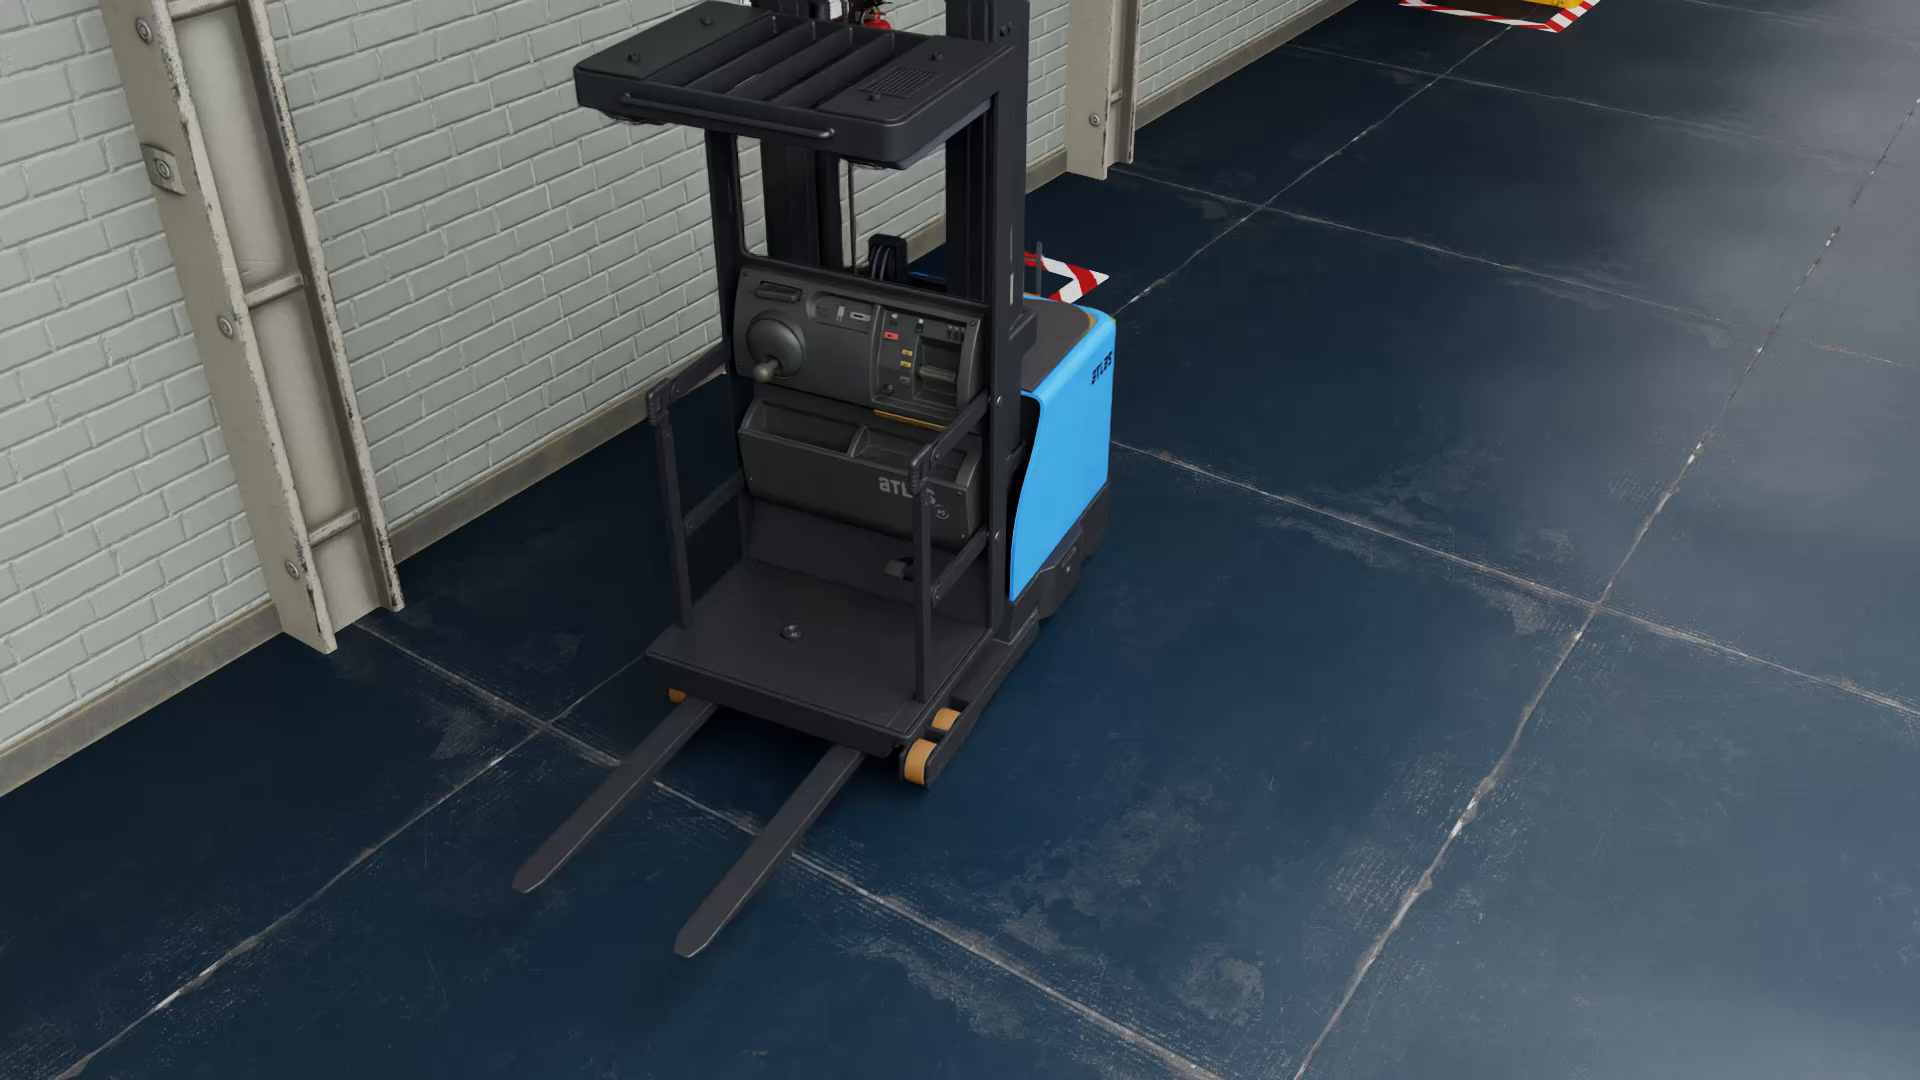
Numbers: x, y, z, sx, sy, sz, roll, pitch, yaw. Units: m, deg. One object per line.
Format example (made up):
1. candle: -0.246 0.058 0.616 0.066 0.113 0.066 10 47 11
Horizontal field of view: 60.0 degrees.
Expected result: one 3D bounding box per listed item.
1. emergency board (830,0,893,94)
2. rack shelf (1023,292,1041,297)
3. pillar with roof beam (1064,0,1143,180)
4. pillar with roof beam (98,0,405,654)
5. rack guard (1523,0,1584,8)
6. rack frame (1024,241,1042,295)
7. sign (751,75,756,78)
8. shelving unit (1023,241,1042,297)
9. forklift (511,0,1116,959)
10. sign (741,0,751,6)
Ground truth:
1. emergency board: -0.539 -2.565 8.366 0.194 1.169 0.643 21 39 28
2. rack shelf: 0.193 -0.990 7.079 0.258 0.103 0.180 15 37 21
3. pillar with roof beam: 4.438 -4.801 6.316 9.100 9.000 0.400 21 39 28
4. pillar with roof beam: 1.017 -2.039 2.233 9.100 9.000 0.400 21 39 28
5. rack guard: 4.677 -4.853 13.980 1.175 0.500 0.348 21 39 28
6. rack frame: 0.233 -0.774 7.324 0.240 1.200 0.006 15 37 21
7. sign: -0.939 -2.359 8.028 0.001 0.329 0.234 21 39 28
8. shelving unit: 0.193 -0.728 7.256 0.258 1.200 0.189 15 37 21
9. forklift: -0.455 -0.618 5.547 1.130 2.935 3.031 15 37 21
10. sign: -0.929 -2.577 7.879 0.001 0.109 0.331 21 39 28
